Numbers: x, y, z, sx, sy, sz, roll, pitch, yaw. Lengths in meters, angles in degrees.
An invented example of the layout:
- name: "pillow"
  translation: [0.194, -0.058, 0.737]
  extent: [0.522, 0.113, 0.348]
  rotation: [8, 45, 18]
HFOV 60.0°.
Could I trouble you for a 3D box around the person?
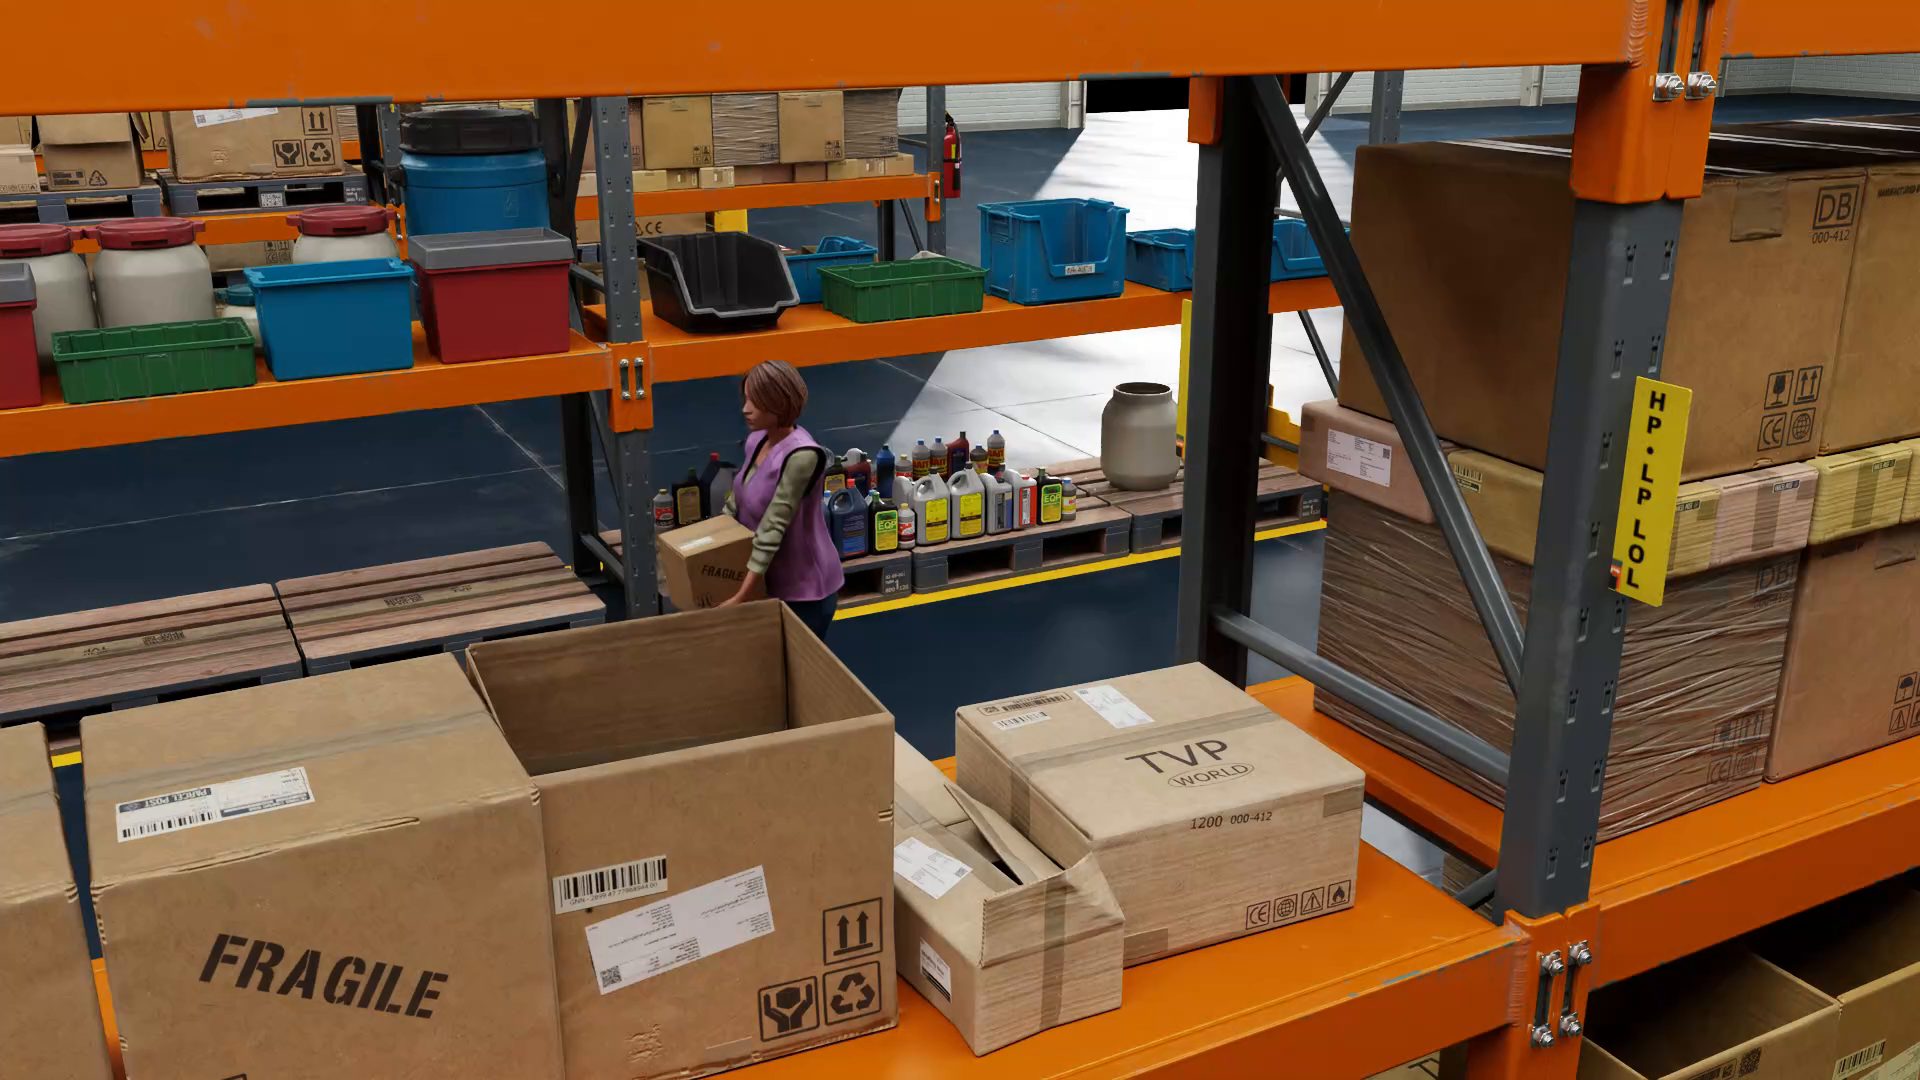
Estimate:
- name: "person"
  translation: [-0.638, 0.187, 5.536]
  extent: [0.508, 1.598, 0.375]
  rotation: [-10, 21, -28]
